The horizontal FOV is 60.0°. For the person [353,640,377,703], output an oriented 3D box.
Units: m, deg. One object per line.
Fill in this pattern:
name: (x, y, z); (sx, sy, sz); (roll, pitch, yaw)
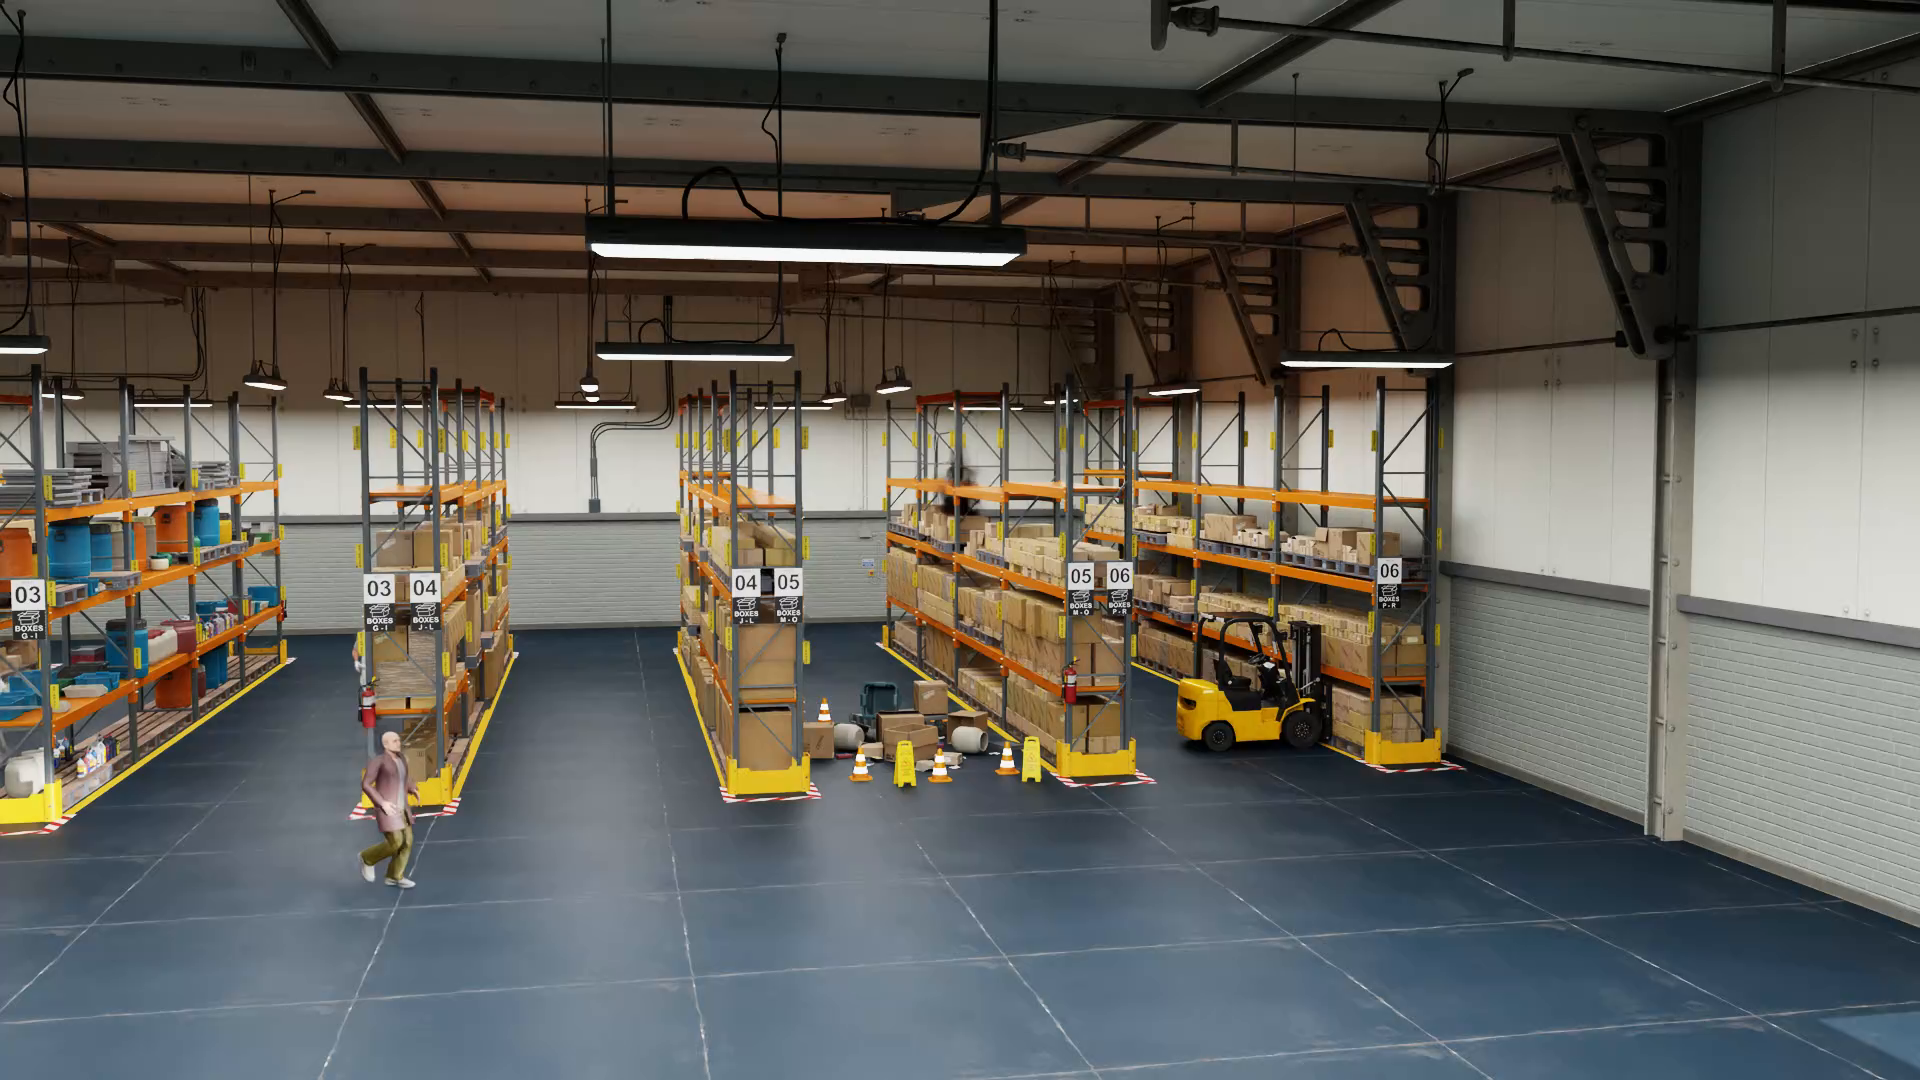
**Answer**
person: (-10.666, 2.332, 30.146); (0.648, 1.746, 0.531); (-1, 4, -19)

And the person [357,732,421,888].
person: (-6.434, 3.020, 18.712); (0.661, 1.752, 0.735); (1, 4, 18)

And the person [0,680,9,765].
person: (-14.586, 2.650, 24.967); (0.613, 1.677, 0.922); (-1, 3, -13)
